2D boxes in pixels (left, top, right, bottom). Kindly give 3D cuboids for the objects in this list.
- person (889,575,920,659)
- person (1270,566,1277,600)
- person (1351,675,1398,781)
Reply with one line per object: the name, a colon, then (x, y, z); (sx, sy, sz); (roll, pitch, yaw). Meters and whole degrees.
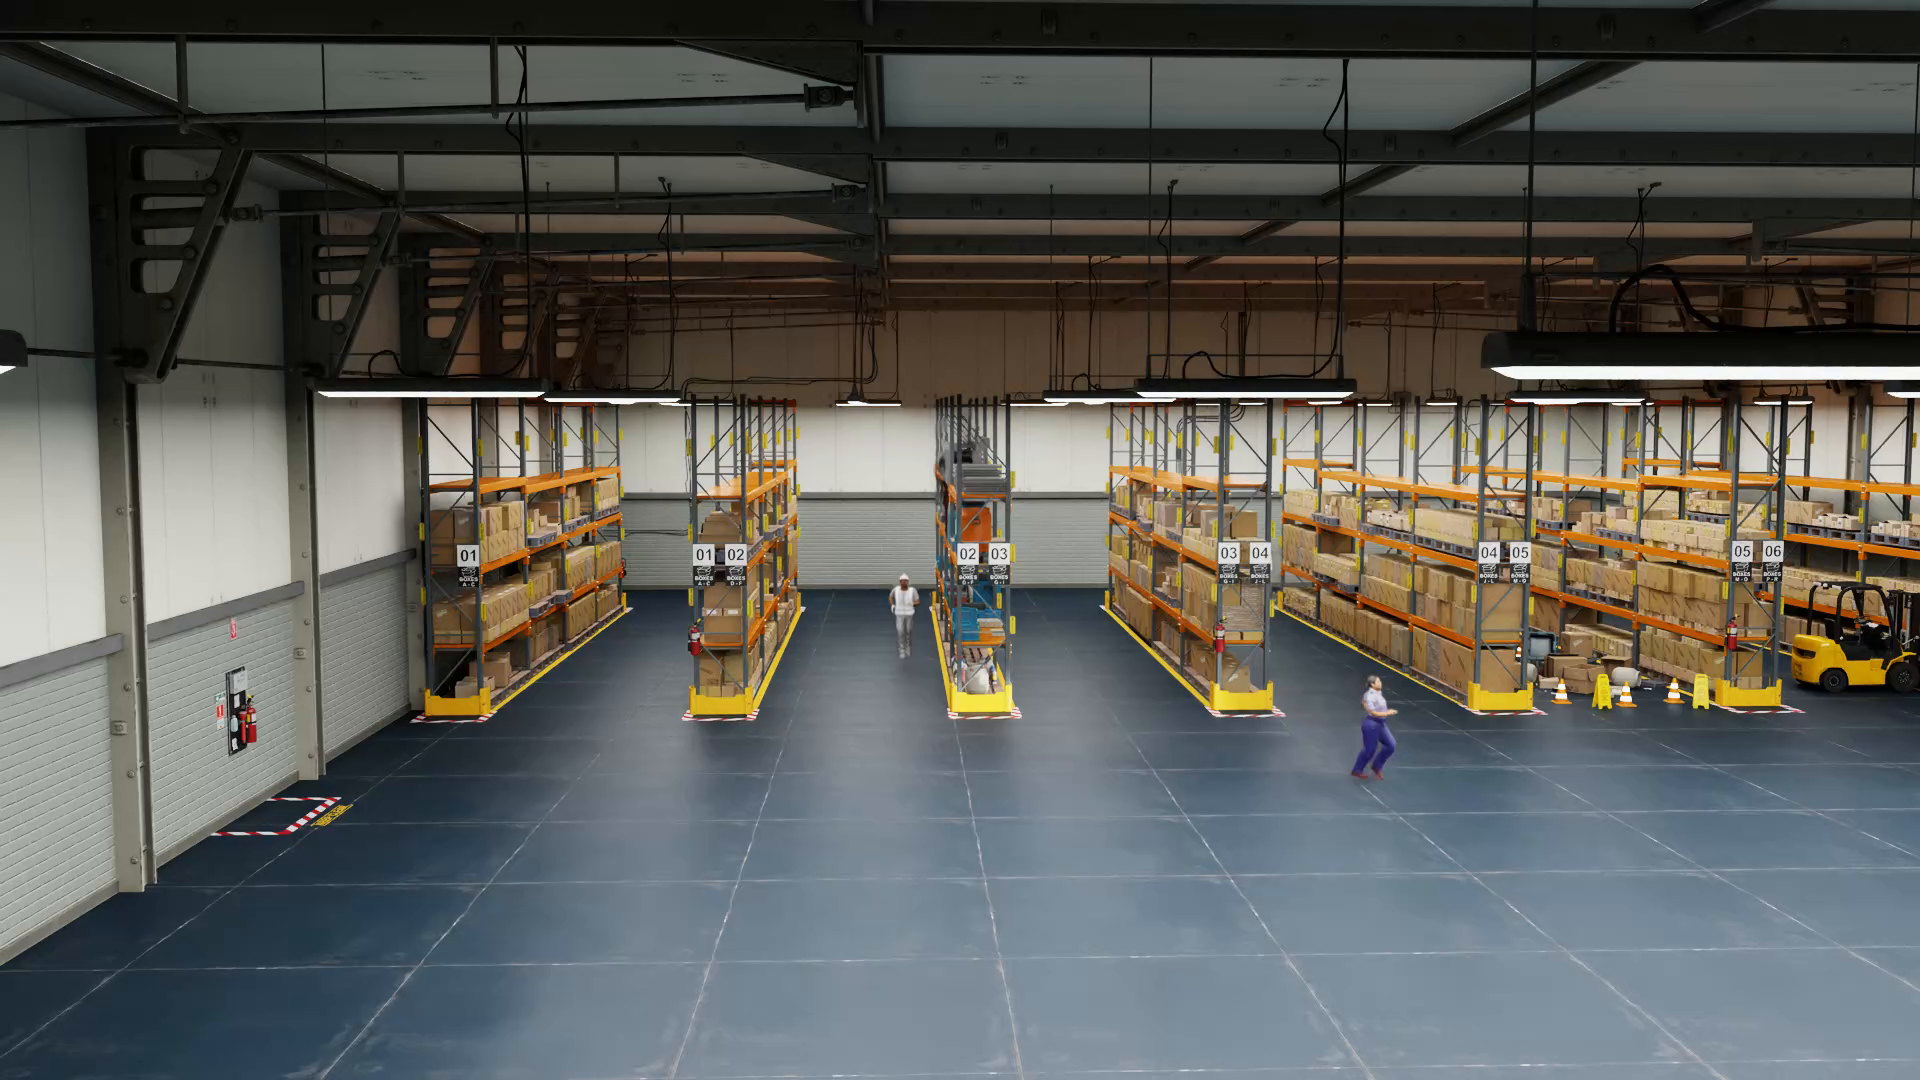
person: (-1.218, 1.670, 36.453); (0.677, 1.834, 0.814); (0, 4, -1)
person: (8.897, 1.078, 48.526); (0.800, 1.657, 0.660); (-1, 5, -14)
person: (6.385, 2.901, 25.564); (0.688, 1.660, 0.578); (2, 5, 29)
